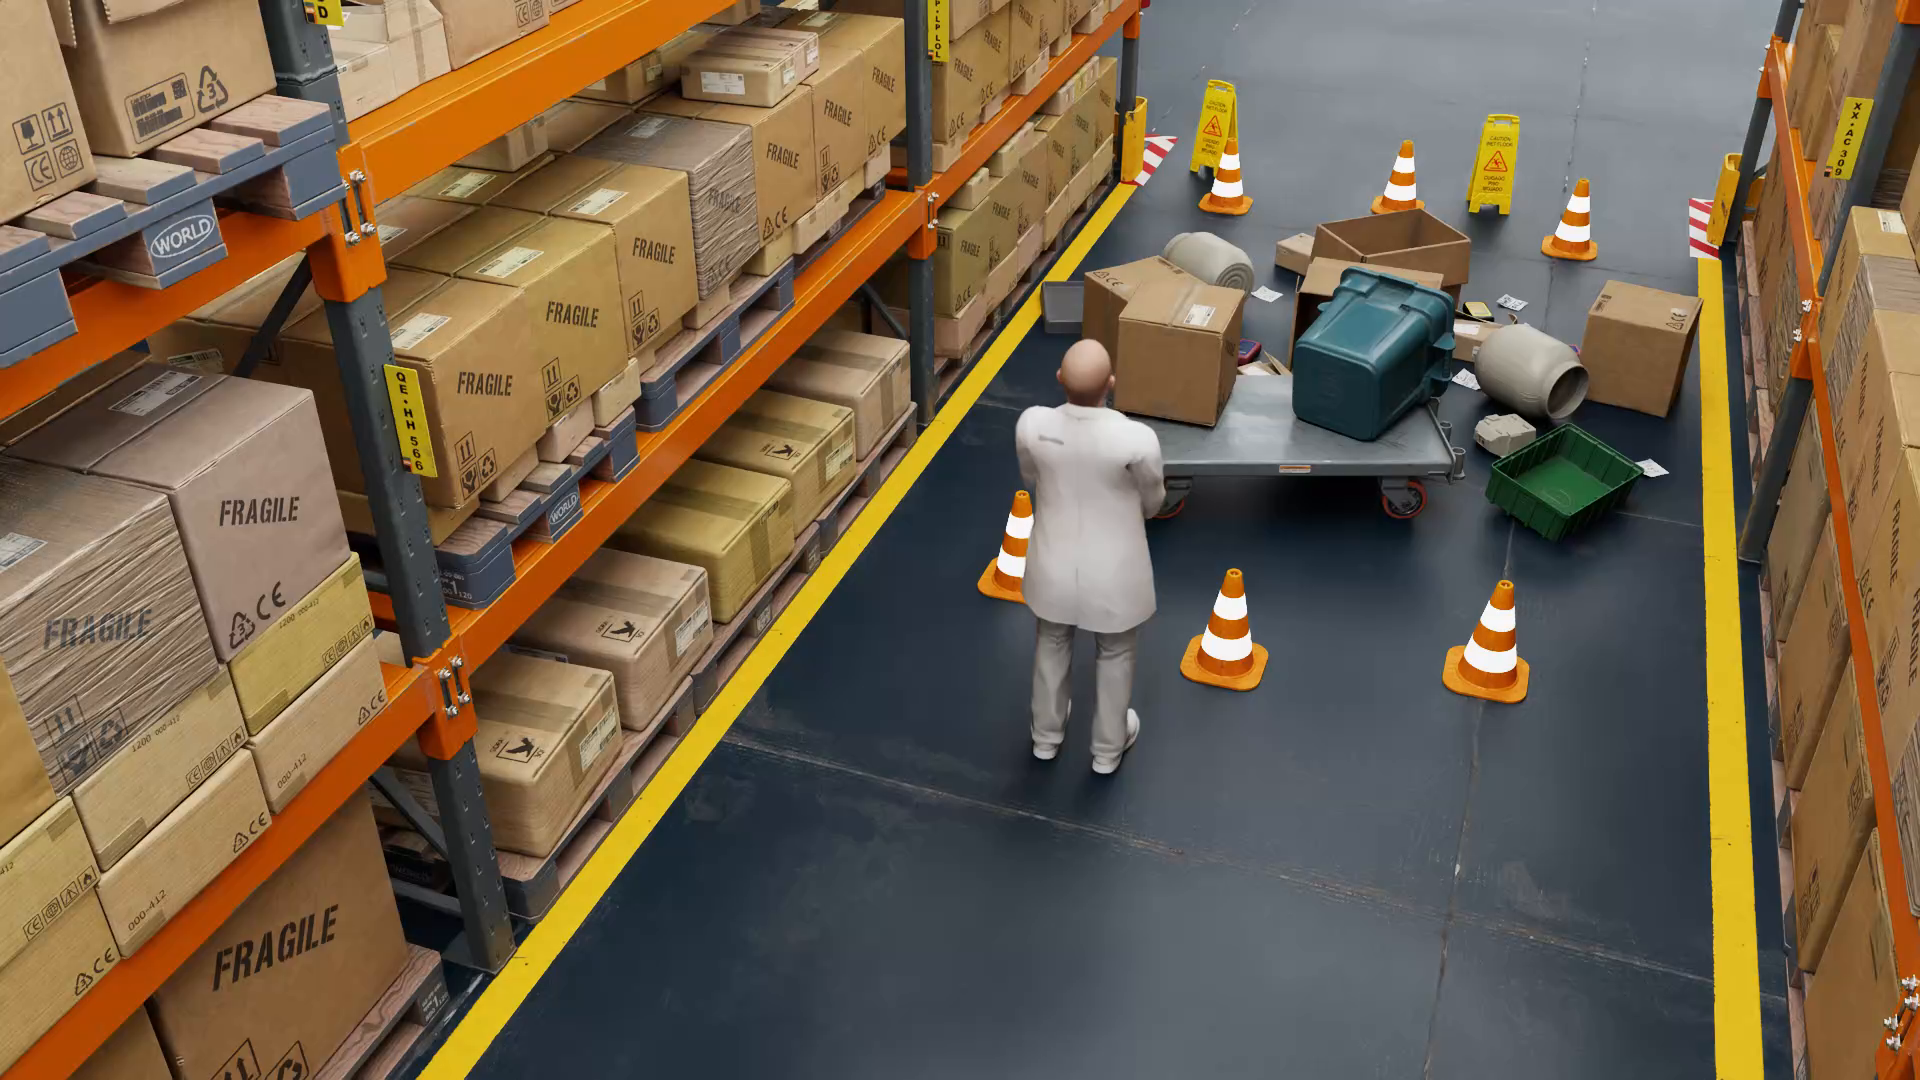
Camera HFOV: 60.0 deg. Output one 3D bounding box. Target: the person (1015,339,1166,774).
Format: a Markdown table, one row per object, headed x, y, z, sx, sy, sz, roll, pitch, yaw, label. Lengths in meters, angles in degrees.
| x | y | z | sx | sy | sz | roll | pitch | yaw | label |
| --- | --- | --- | --- | --- | --- | --- | --- | --- | --- |
| 0.495 | 0.010 | 6.136 | 0.533 | 1.774 | 0.554 | 11 | 34 | 16 | person |
